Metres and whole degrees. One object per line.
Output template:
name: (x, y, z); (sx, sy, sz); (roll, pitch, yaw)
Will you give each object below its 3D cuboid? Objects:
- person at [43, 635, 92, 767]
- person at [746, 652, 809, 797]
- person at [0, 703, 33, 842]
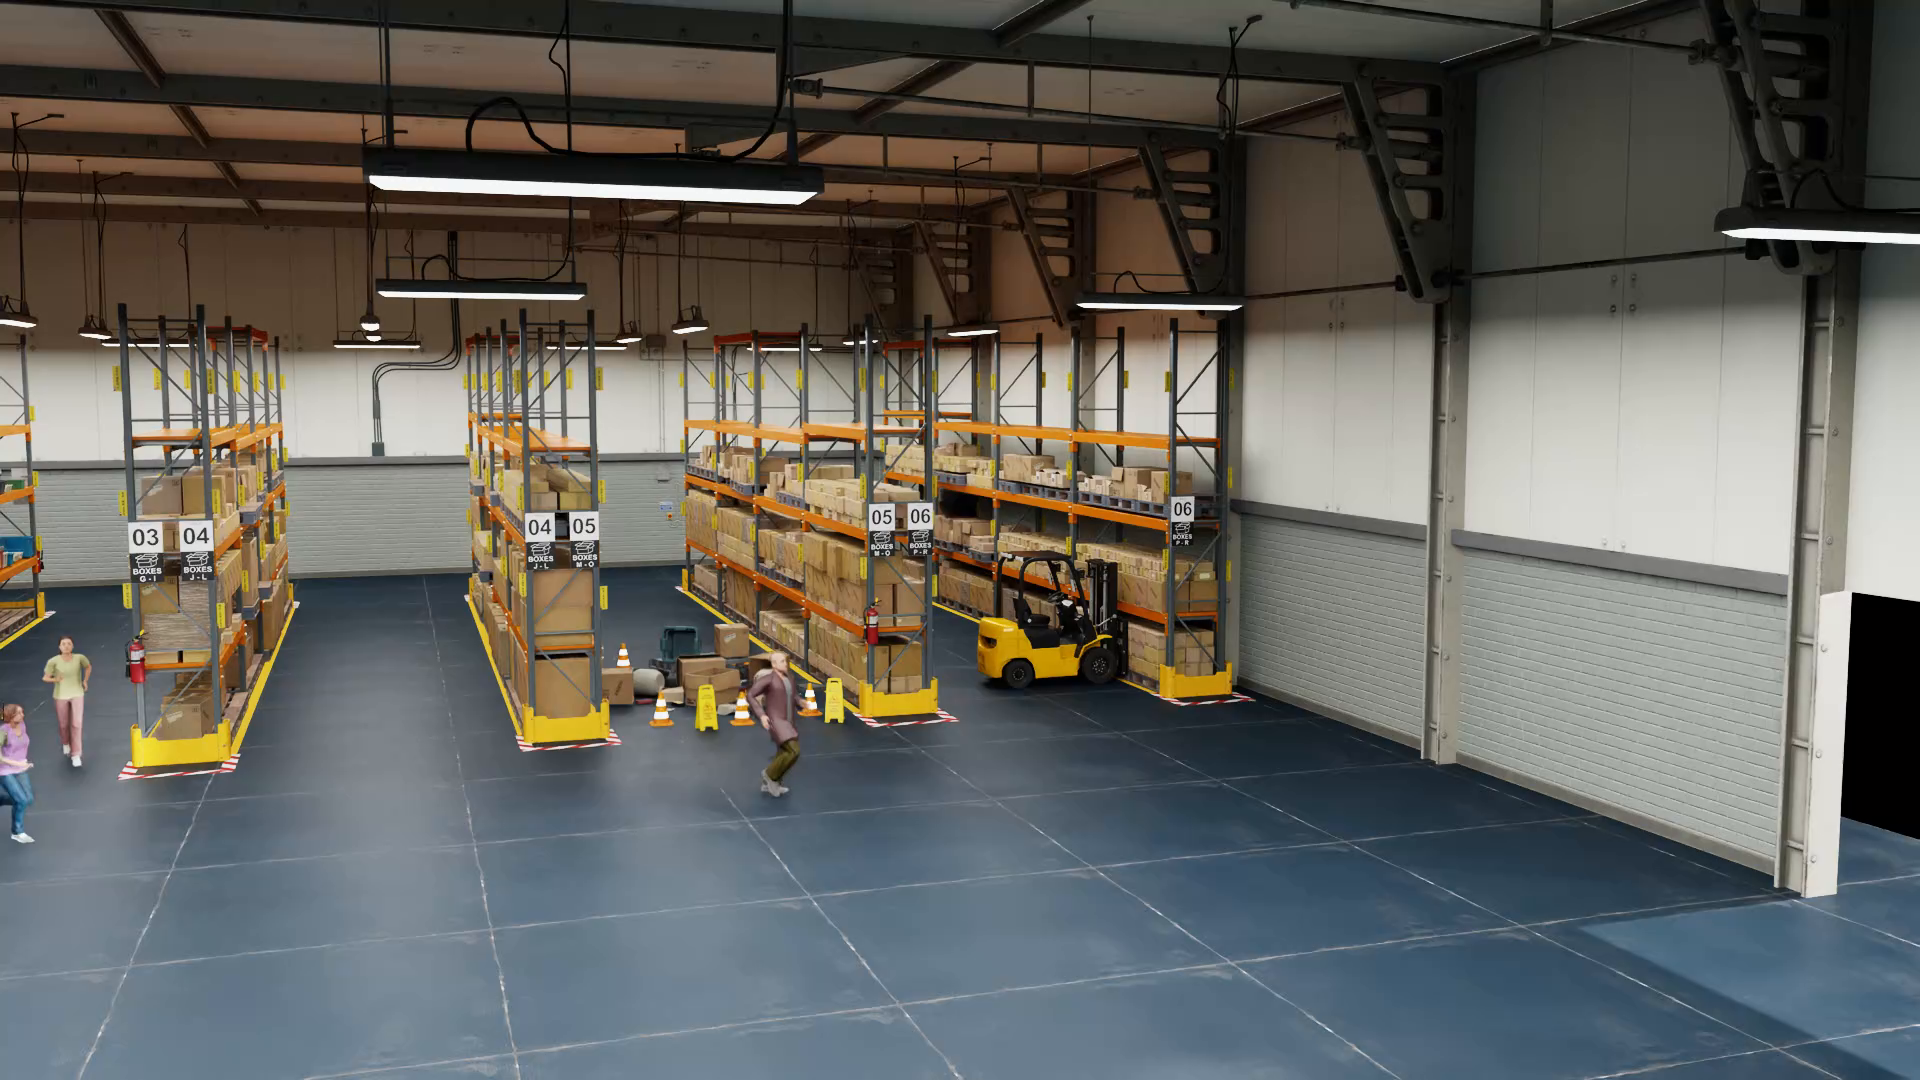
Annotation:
person: (-11.683, 2.201, 21.810); (0.580, 1.404, 0.936); (-3, 6, -30)
person: (-2.122, 2.223, 20.020); (0.693, 1.741, 0.693); (3, 6, 27)
person: (-10.354, 2.538, 18.108); (0.652, 1.556, 0.576); (1, 5, 6)
